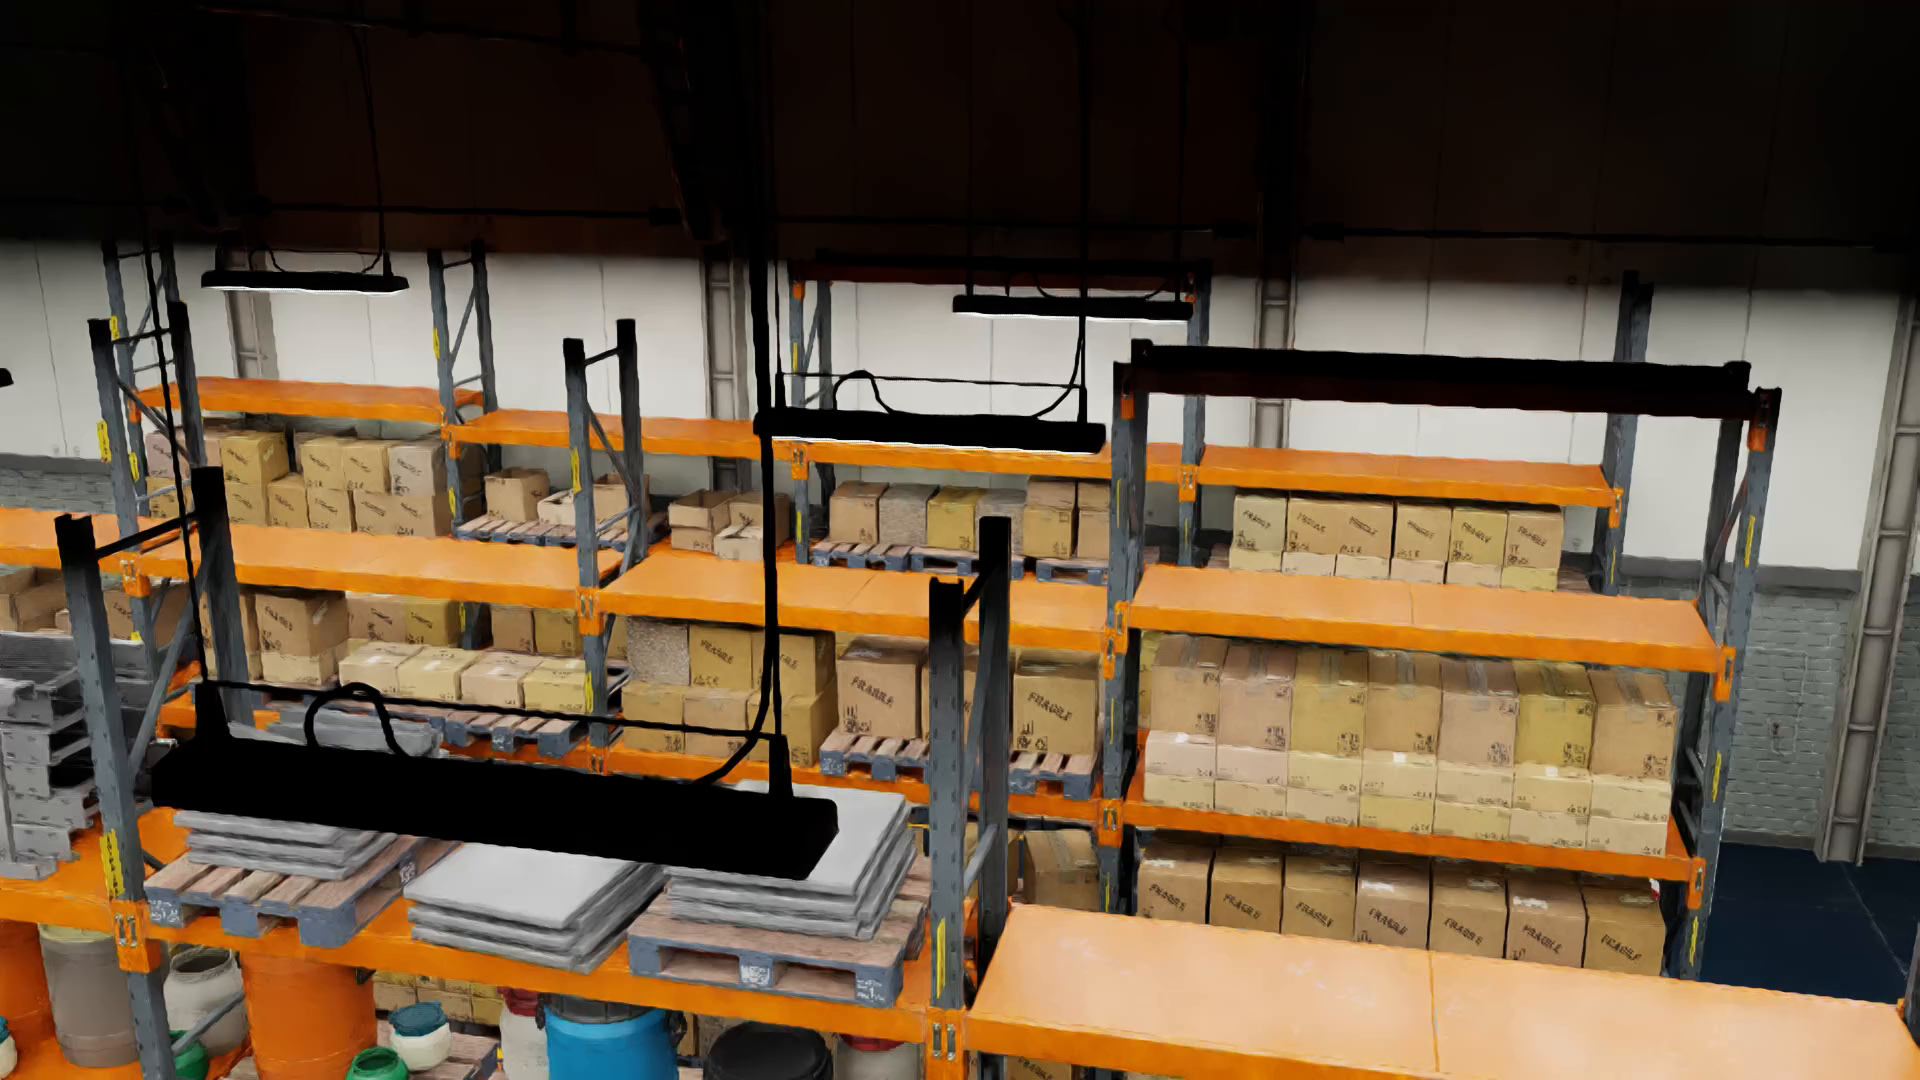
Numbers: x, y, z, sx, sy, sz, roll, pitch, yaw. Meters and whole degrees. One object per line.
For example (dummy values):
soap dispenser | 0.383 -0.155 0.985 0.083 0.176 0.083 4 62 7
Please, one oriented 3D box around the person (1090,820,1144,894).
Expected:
person | 1.502 2.651 16.243 1.030 1.725 0.547 3 17 11
